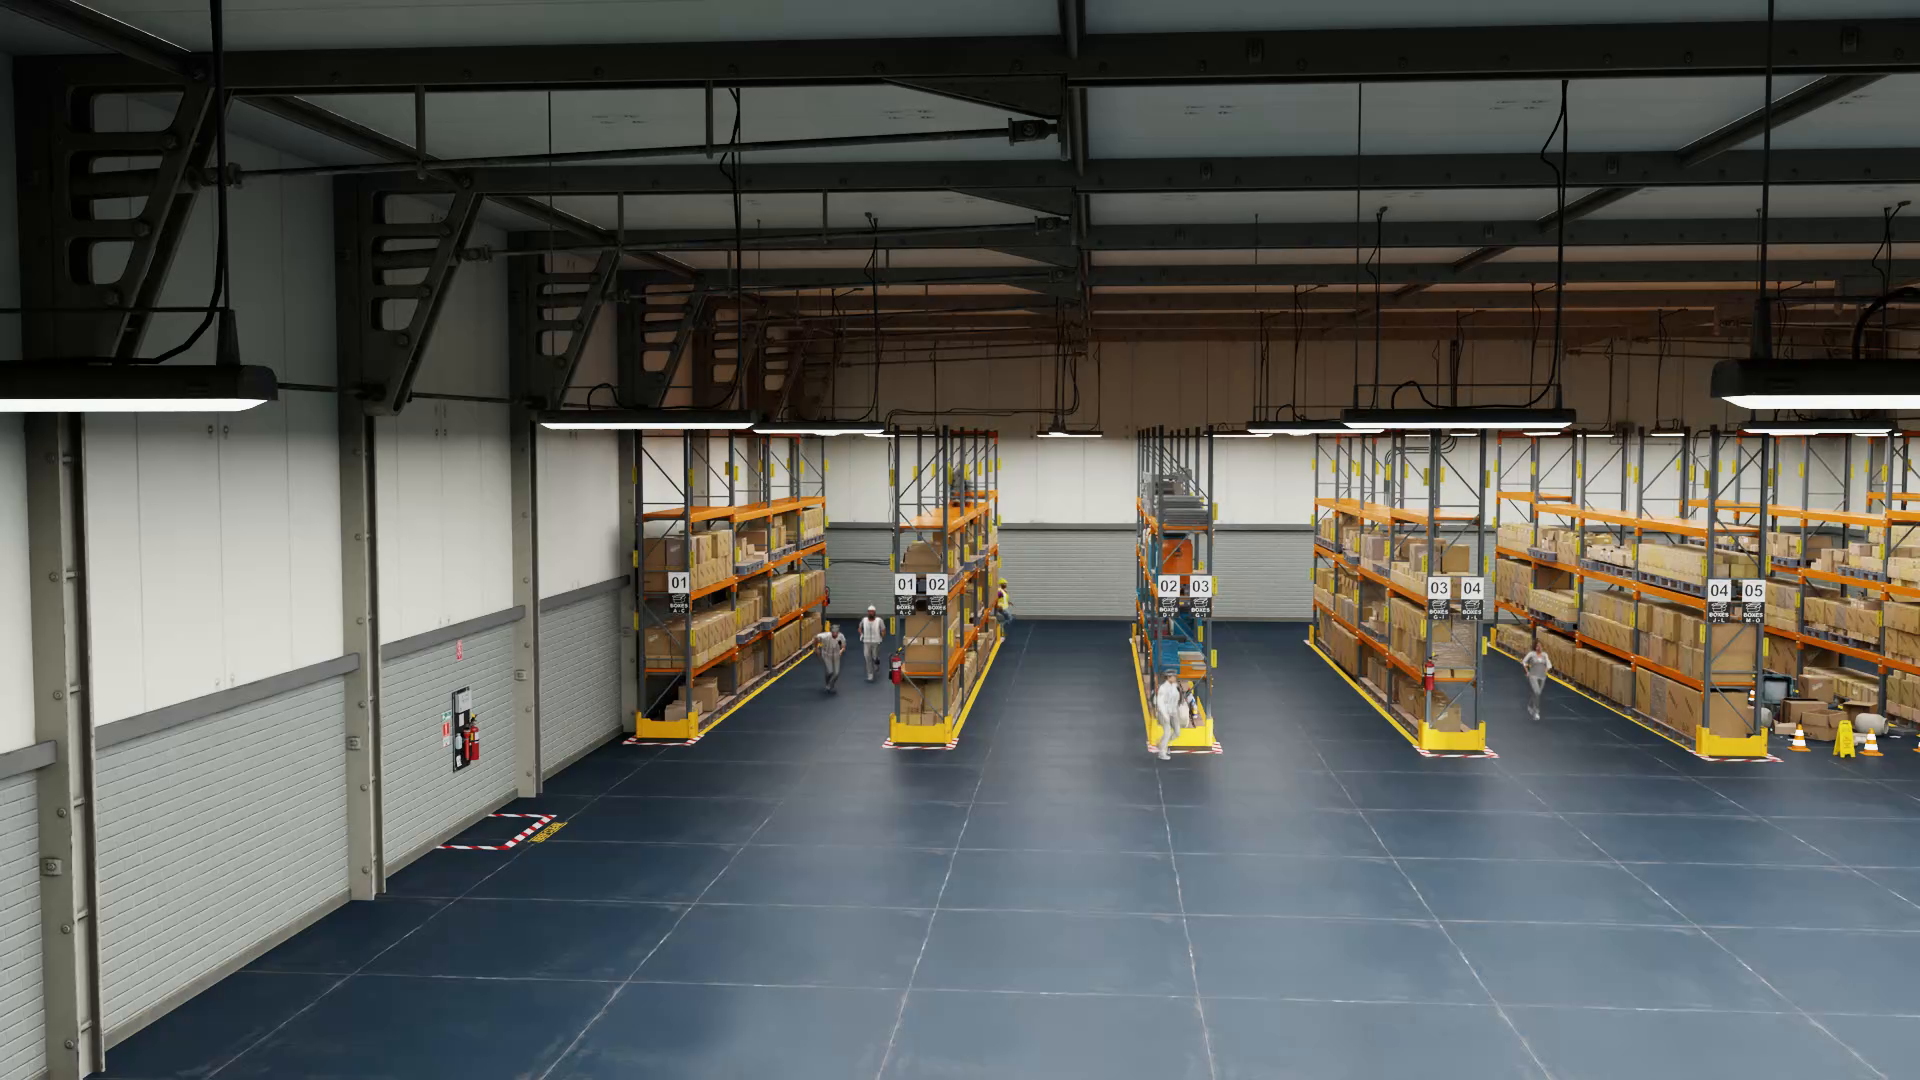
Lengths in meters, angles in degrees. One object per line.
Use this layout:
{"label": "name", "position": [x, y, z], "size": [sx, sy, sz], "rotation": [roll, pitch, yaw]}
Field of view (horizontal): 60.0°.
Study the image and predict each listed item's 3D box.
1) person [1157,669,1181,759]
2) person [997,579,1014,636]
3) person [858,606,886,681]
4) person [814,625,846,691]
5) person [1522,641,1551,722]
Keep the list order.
{"label": "person", "position": [3.735, 3.113, 29.917], "size": [0.620, 1.630, 0.554], "rotation": [-3, 5, -41]}
{"label": "person", "position": [1.298, 1.970, 48.350], "size": [0.521, 1.706, 0.759], "rotation": [1, 4, 17]}
{"label": "person", "position": [-2.122, 2.460, 39.914], "size": [0.681, 1.759, 0.778], "rotation": [0, 3, 5]}
{"label": "person", "position": [-2.927, 2.680, 37.594], "size": [0.694, 1.572, 0.883], "rotation": [-1, 4, -19]}
{"label": "person", "position": [11.843, 2.870, 34.144], "size": [0.525, 1.641, 0.720], "rotation": [0, 3, -5]}
